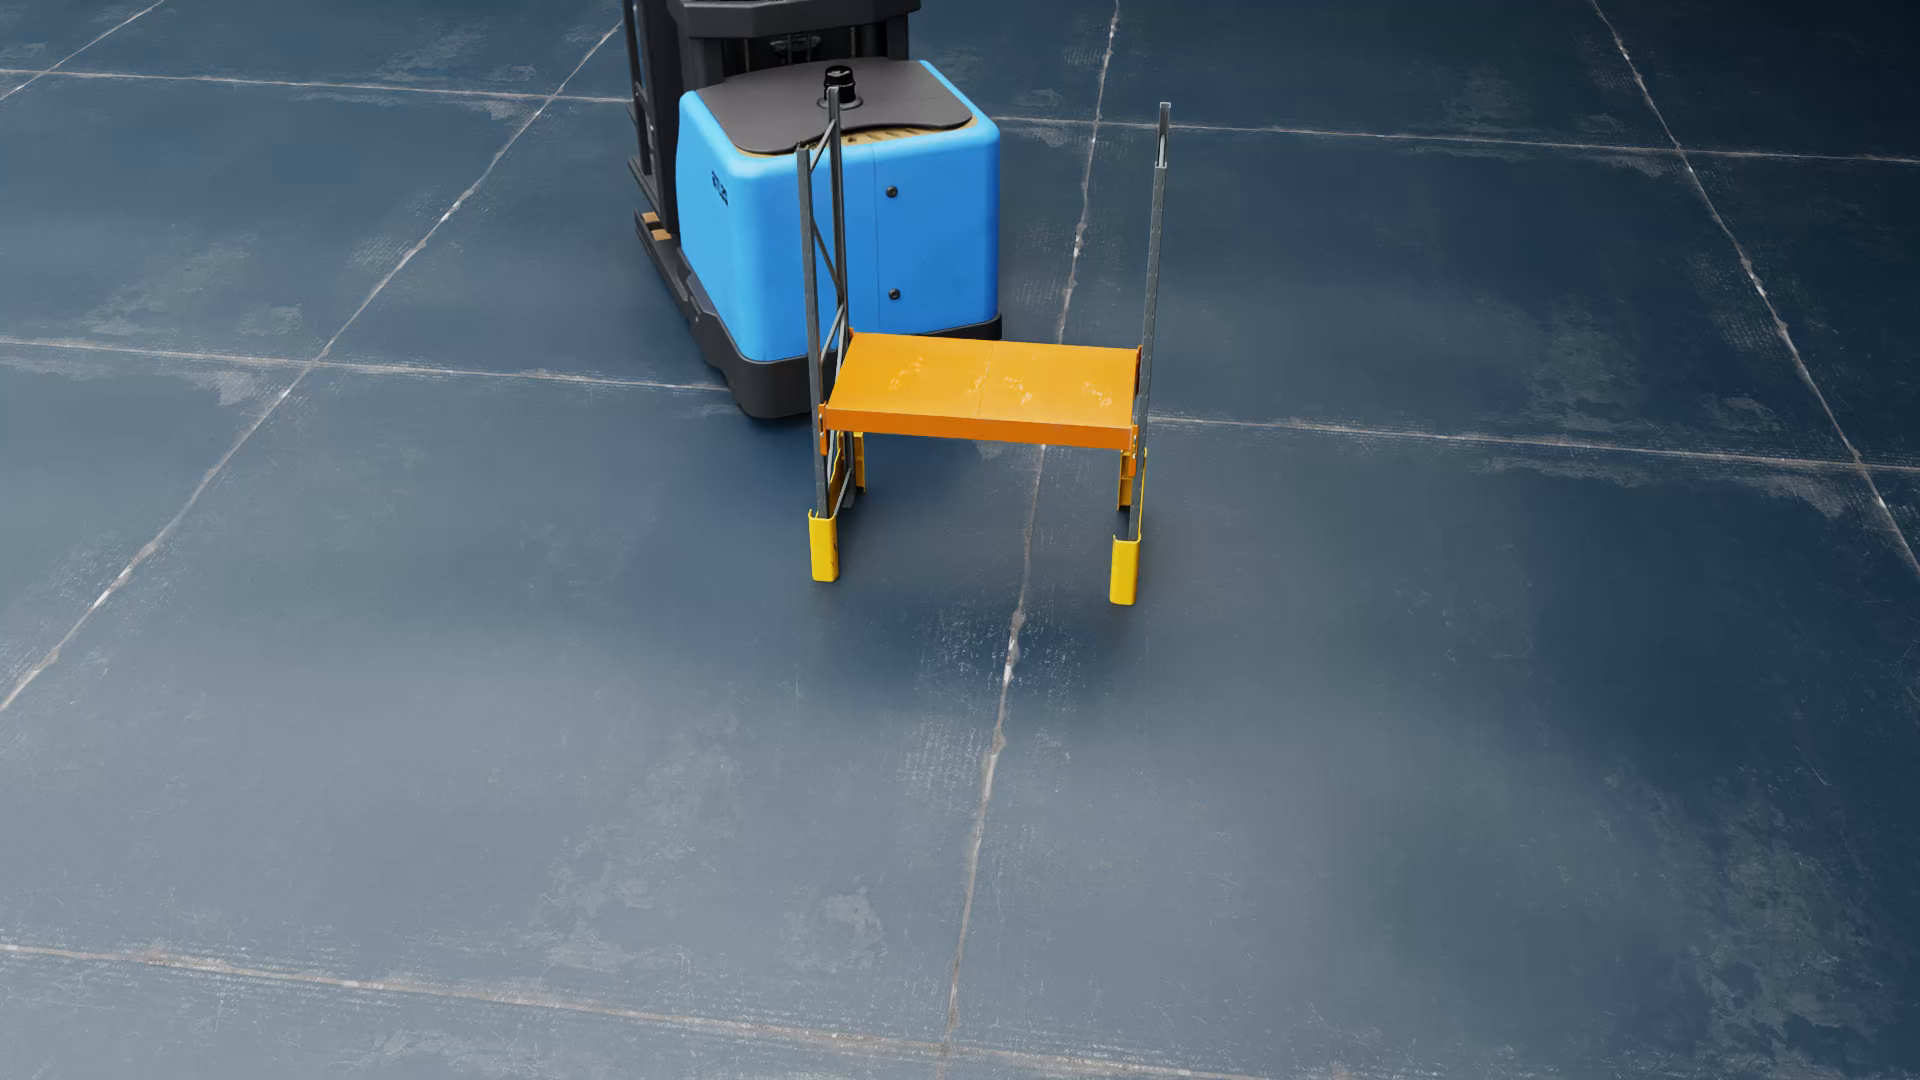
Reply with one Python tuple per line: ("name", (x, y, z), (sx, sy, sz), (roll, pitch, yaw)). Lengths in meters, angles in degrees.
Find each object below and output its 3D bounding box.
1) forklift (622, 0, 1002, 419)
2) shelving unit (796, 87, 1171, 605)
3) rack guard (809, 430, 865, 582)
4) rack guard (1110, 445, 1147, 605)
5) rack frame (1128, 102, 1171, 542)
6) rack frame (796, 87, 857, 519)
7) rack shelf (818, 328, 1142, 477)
("forklift", (-0.842, -2.502, 6.733), (1.130, 2.935, 3.031), (-13, 37, -17))
("shelving unit", (0.076, -0.605, 5.306), (1.083, 1.500, 0.587), (4, 36, 6))
("rack guard", (-0.418, -0.133, 5.721), (0.087, 0.250, 0.587), (4, 36, 6))
("rack guard", (0.570, -0.059, 5.618), (0.087, 0.250, 0.587), (4, 36, 6))
("rack frame", (0.589, -0.567, 5.253), (0.032, 1.500, 0.500), (4, 36, 6))
("rack frame", (-0.420, -0.642, 5.358), (0.032, 1.500, 0.500), (4, 36, 6))
("rack shelf", (0.085, -0.458, 5.410), (1.000, 0.185, 0.538), (4, 36, 6))
